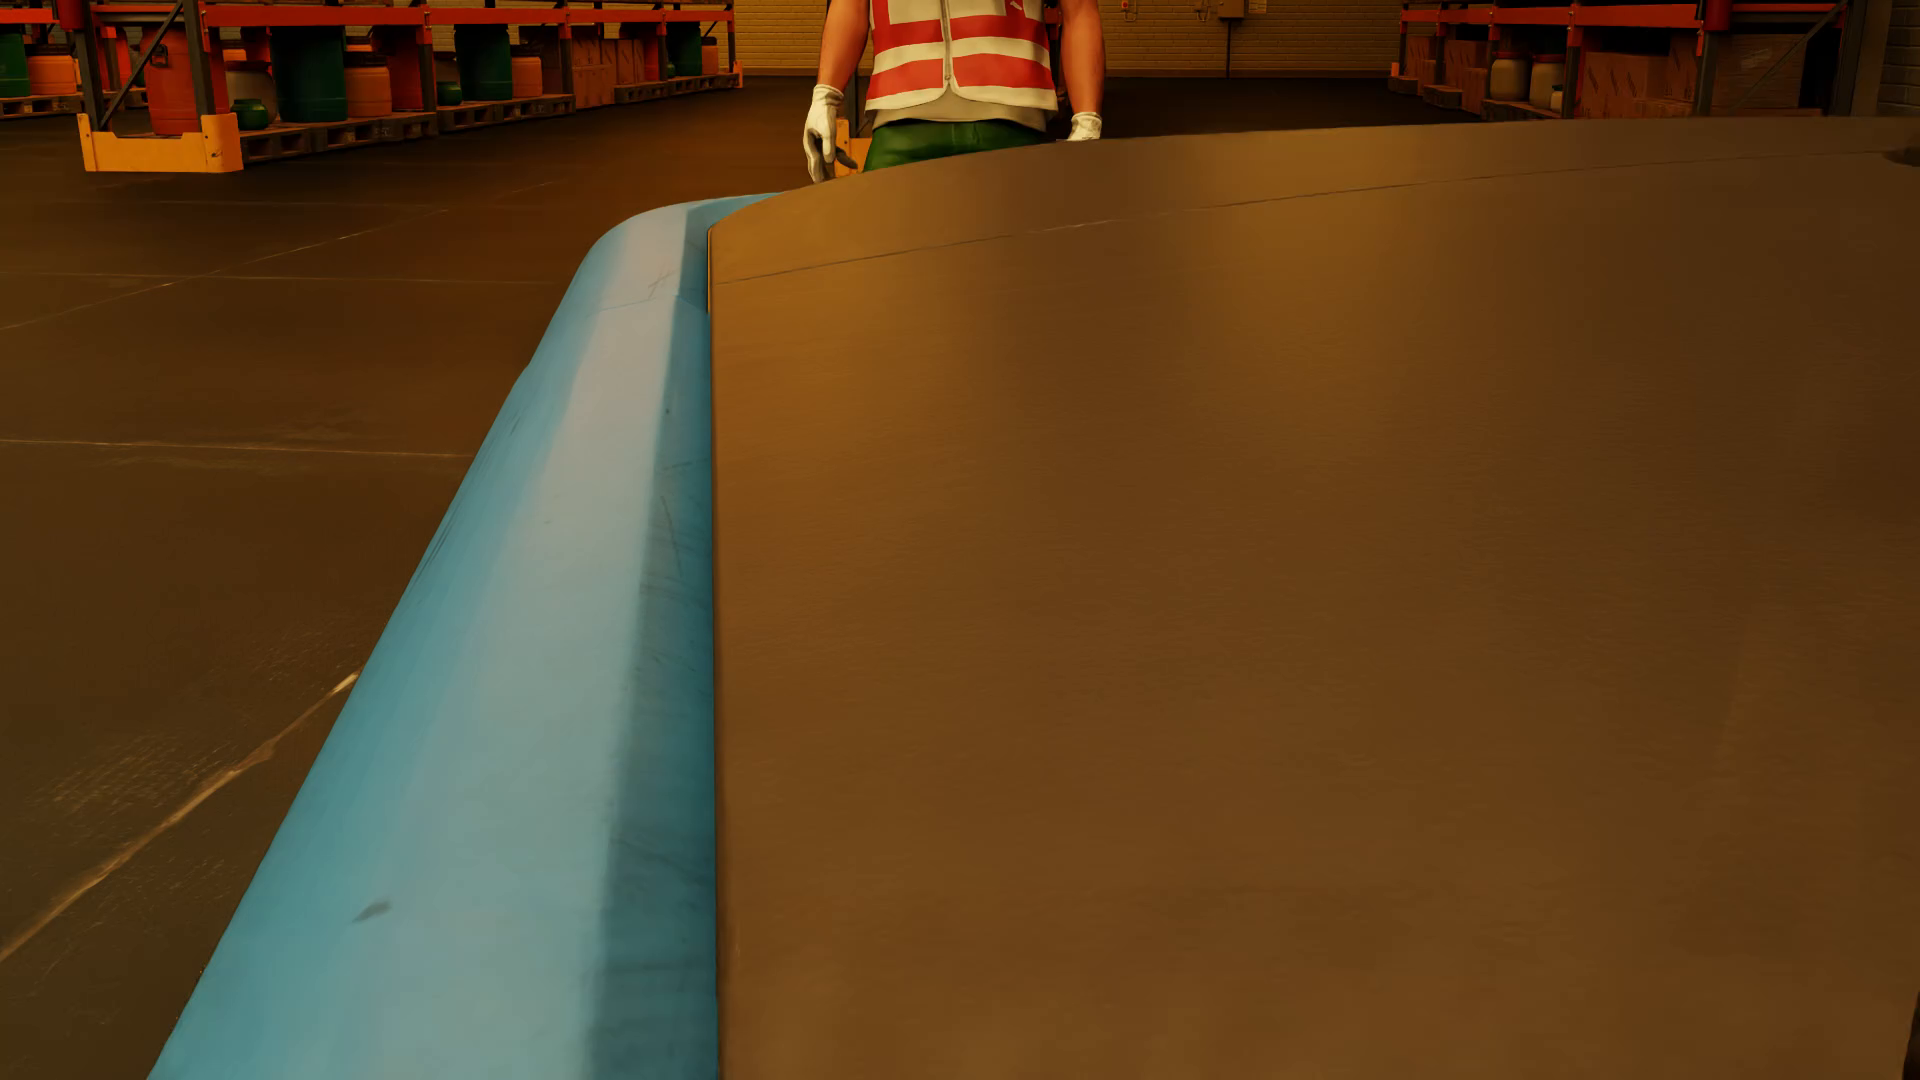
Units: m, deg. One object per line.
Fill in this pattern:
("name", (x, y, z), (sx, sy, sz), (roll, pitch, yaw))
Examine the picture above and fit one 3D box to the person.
("person", (-0.022, -0.837, 3.481), (0.637, 1.787, 0.564), (2, 18, 7))
